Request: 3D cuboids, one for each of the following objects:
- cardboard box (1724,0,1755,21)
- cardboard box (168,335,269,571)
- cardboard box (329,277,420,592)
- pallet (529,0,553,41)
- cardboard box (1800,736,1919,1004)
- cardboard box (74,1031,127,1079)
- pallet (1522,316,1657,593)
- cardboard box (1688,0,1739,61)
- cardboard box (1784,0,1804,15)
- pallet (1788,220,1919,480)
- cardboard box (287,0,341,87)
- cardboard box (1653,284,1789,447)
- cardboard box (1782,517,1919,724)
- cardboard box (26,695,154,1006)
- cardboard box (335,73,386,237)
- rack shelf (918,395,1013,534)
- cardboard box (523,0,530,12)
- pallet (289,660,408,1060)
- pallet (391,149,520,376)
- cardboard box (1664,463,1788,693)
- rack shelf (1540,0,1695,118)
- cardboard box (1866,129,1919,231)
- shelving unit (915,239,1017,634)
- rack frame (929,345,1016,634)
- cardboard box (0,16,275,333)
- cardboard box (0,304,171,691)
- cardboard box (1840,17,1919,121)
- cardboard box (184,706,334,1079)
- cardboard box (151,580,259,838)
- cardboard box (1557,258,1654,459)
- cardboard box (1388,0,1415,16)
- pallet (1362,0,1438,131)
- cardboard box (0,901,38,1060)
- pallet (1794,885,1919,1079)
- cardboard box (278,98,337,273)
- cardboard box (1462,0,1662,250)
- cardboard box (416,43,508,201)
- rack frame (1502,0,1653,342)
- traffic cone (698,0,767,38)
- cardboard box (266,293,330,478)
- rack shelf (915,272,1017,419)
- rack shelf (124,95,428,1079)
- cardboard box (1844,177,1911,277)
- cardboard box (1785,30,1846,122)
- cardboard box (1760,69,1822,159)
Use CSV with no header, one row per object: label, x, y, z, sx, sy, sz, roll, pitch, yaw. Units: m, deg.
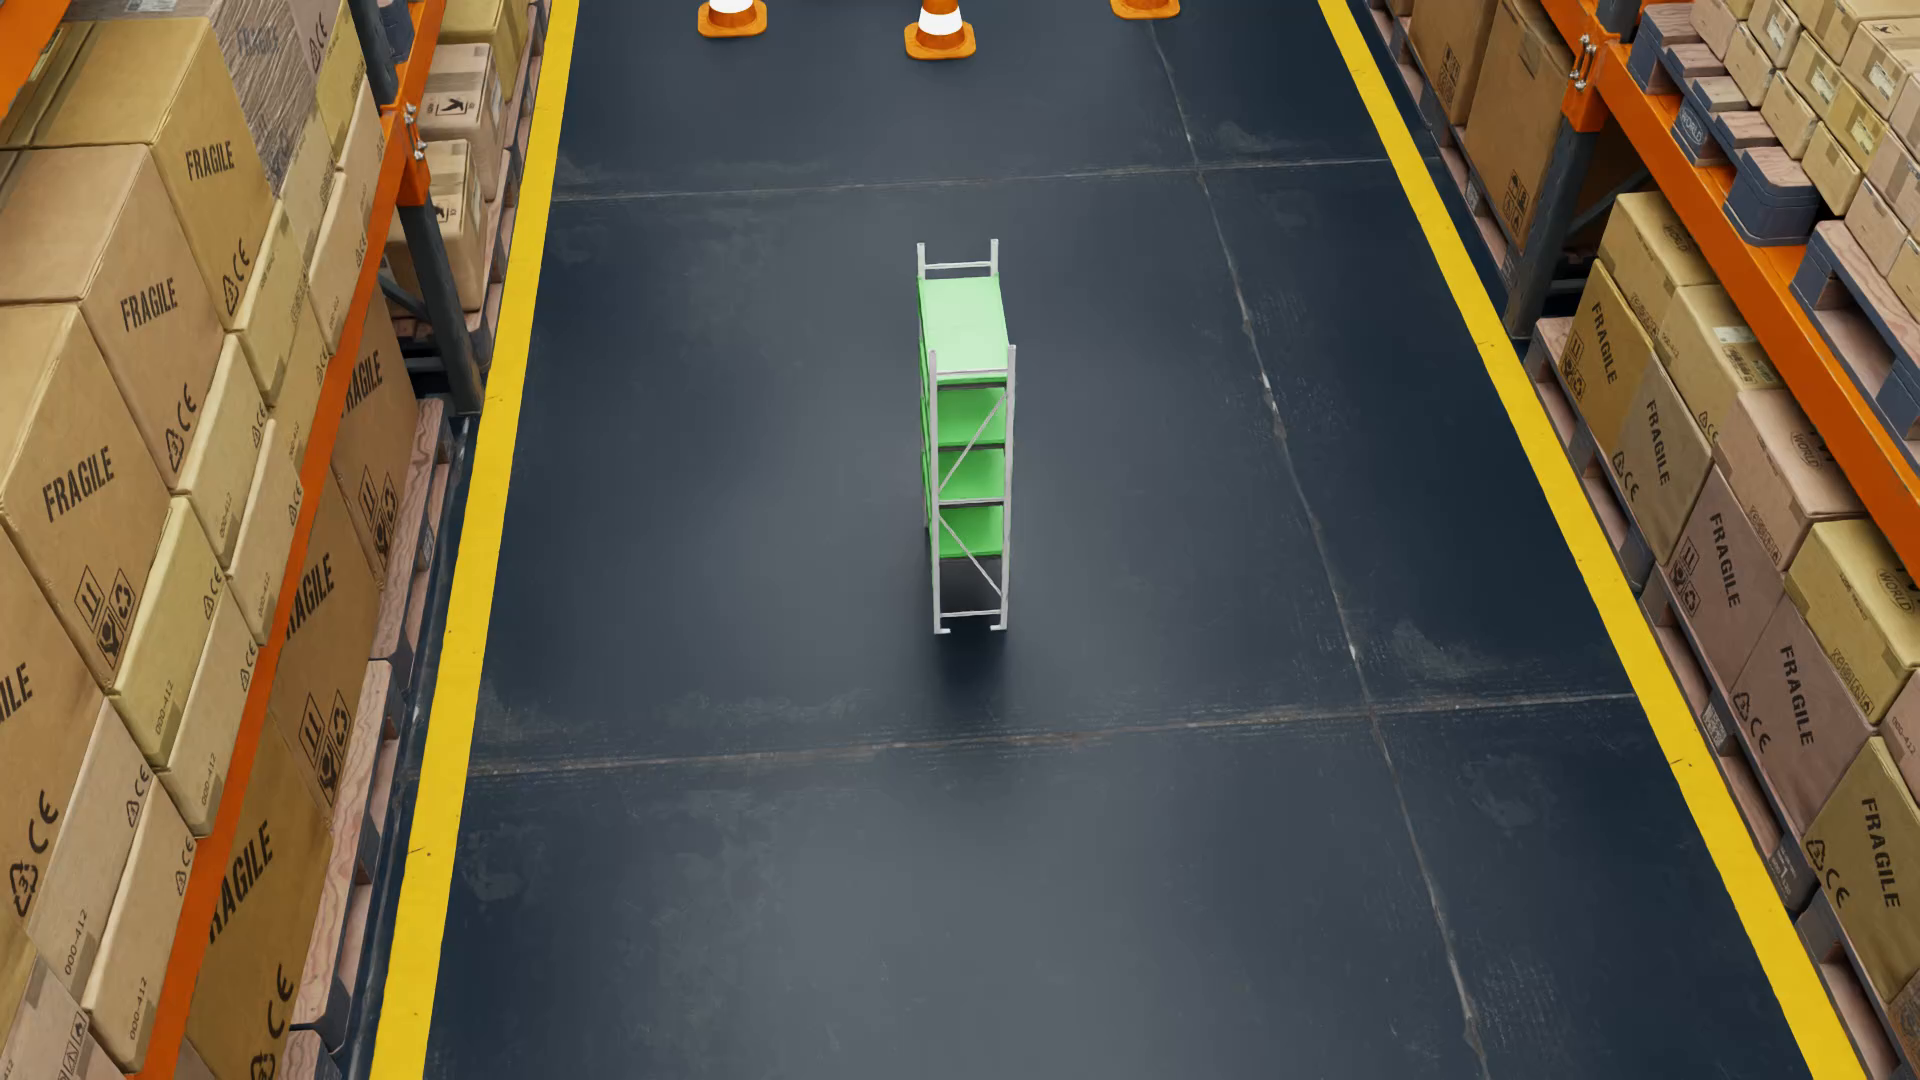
cardboard box,2.483,-1.679,4.953,0.380,0.149,0.250,-2,47,-2
cardboard box,-1.834,-0.176,3.610,0.500,0.250,0.500,-5,47,-4
cardboard box,-2.307,-0.416,5.252,0.875,0.875,0.875,-4,47,-4
pallet,-2.550,-2.879,8.331,1.003,0.211,1.213,-3,47,-3
cardboard box,2.622,0.837,4.324,0.500,0.500,0.500,-4,47,-4
cardboard box,-1.721,1.105,2.741,0.500,0.250,0.500,-4,47,-4
pallet,2.706,-0.356,5.942,1.003,0.211,1.213,-3,47,-3
cardboard box,2.479,-1.603,5.086,0.380,0.149,0.250,-4,47,-4
cardboard box,2.513,-1.603,4.676,0.380,0.149,0.250,-5,47,-4
pallet,2.849,-0.385,4.181,1.003,0.211,1.213,-3,47,-3
cardboard box,-1.978,-1.527,4.372,0.500,0.500,0.500,-5,47,-4
cardboard box,2.501,-0.543,5.114,0.500,0.250,0.500,-4,47,-4
cardboard box,2.575,0.193,4.417,0.500,0.250,0.500,-5,47,-5
cardboard box,-1.774,0.556,2.916,0.500,0.250,0.500,-3,47,-3
cardboard box,-1.981,-1.105,4.834,0.500,0.250,0.500,-5,47,-5
rack shelf,0.014,-0.249,5.247,0.258,0.148,0.480,-3,47,-3
cardboard box,-2.507,-2.742,7.802,0.950,0.372,0.625,-1,47,-1
pallet,-2.192,0.908,4.745,1.003,0.211,1.213,-3,47,-3
pallet,-2.346,-1.113,6.659,1.003,0.211,1.213,-3,47,-3
cardboard box,2.541,0.096,5.025,0.500,0.500,0.500,-5,47,-4
rack shelf,2.475,-3.080,7.097,1.077,0.370,4.000,-3,47,-3
cardboard box,2.575,-0.927,4.241,0.380,0.149,0.250,-3,47,-3
shelving unit,0.014,-0.293,5.201,0.258,1.200,0.503,-3,47,-3
rack frame,0.034,-0.116,5.034,0.240,1.200,0.015,-3,47,-3
cardboard box,-1.892,-0.796,3.681,0.500,0.500,0.500,-3,47,-3
cardboard box,-1.807,-0.056,2.980,0.500,0.500,0.500,-5,47,-4
cardboard box,2.551,-1.233,4.326,0.380,0.149,0.250,-5,47,-5
cardboard box,-2.162,0.877,4.028,0.875,0.875,0.875,-2,47,-2
cardboard box,-1.793,0.358,3.448,0.500,0.250,0.500,-4,47,-4
cardboard box,2.448,-0.638,5.721,0.500,0.500,0.500,-5,47,-5
cardboard box,2.526,-3.004,7.789,1.050,0.750,0.750,-3,47,-3
pallet,2.553,-2.377,7.856,1.003,0.211,1.213,-3,47,-3
cardboard box,-1.697,0.673,2.289,0.500,0.500,0.500,-3,47,-3
pallet,2.911,1.409,4.270,1.003,0.211,1.213,-3,47,-3
cardboard box,-1.941,-0.921,4.316,0.500,0.250,0.500,-5,47,-4
cardboard box,2.681,-1.698,6.552,1.050,0.750,0.750,-4,47,-4
cardboard box,-2.389,-1.690,6.806,0.950,0.372,0.625,-4,47,-4
rack frame,2.642,-1.881,5.465,1.000,3.000,0.127,-3,47,-3
traffic cone,-1.118,-2.716,8.004,0.336,0.463,0.334,-3,47,-3
cardboard box,-1.896,-0.371,4.139,0.500,0.250,0.500,-4,47,-4
rack shelf,0.014,-0.579,4.899,0.258,0.148,0.480,-3,47,-3
rack shelf,-2.114,0.188,4.002,1.077,0.370,4.000,-3,47,-3
cardboard box,2.573,-0.826,4.350,0.380,0.149,0.250,-2,47,-2
cardboard box,2.533,-1.290,4.585,0.380,0.149,0.250,-5,47,-5
cardboard box,2.524,-1.213,4.717,0.380,0.149,0.250,-1,47,-1
